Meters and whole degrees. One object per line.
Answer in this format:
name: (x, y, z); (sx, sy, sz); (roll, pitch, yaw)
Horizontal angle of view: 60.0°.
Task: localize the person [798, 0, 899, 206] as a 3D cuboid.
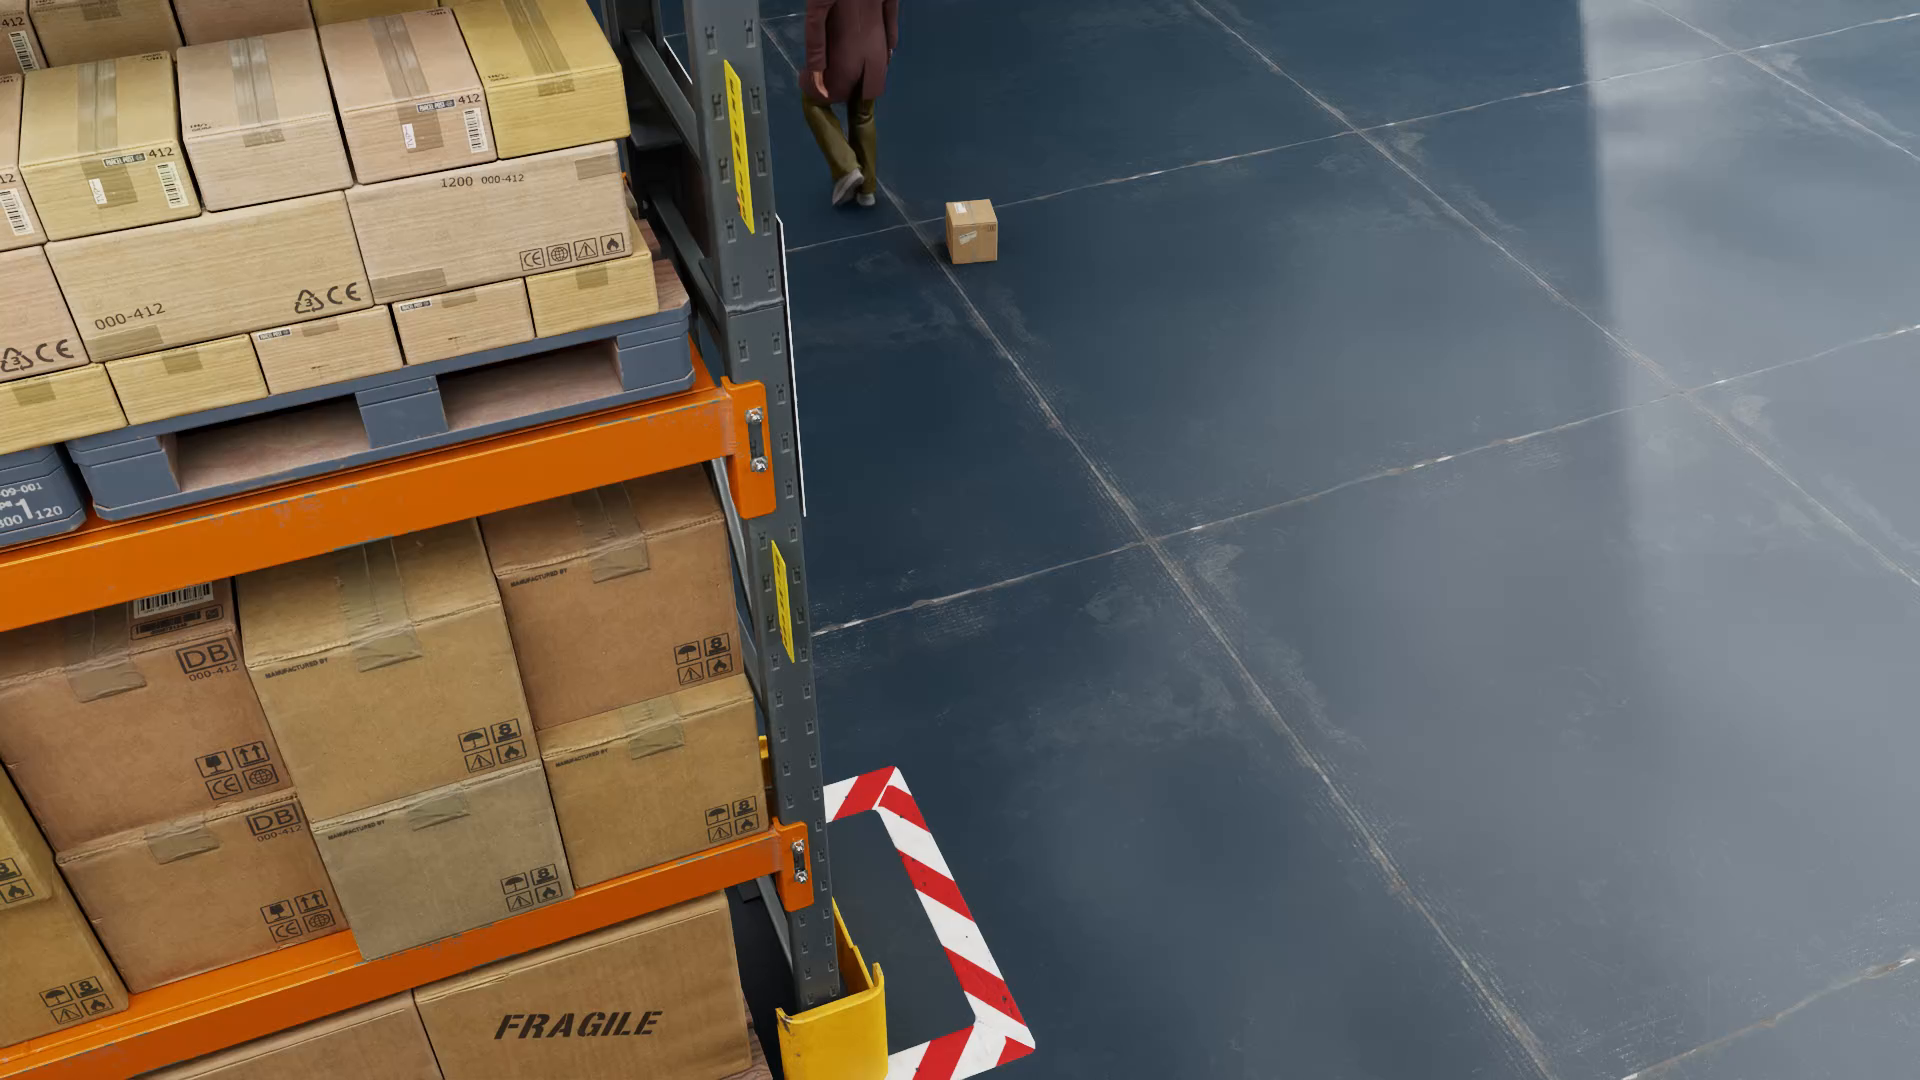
person: (-0.607, -2.586, 9.283); (0.595, 1.513, 0.527); (-20, 45, -21)
